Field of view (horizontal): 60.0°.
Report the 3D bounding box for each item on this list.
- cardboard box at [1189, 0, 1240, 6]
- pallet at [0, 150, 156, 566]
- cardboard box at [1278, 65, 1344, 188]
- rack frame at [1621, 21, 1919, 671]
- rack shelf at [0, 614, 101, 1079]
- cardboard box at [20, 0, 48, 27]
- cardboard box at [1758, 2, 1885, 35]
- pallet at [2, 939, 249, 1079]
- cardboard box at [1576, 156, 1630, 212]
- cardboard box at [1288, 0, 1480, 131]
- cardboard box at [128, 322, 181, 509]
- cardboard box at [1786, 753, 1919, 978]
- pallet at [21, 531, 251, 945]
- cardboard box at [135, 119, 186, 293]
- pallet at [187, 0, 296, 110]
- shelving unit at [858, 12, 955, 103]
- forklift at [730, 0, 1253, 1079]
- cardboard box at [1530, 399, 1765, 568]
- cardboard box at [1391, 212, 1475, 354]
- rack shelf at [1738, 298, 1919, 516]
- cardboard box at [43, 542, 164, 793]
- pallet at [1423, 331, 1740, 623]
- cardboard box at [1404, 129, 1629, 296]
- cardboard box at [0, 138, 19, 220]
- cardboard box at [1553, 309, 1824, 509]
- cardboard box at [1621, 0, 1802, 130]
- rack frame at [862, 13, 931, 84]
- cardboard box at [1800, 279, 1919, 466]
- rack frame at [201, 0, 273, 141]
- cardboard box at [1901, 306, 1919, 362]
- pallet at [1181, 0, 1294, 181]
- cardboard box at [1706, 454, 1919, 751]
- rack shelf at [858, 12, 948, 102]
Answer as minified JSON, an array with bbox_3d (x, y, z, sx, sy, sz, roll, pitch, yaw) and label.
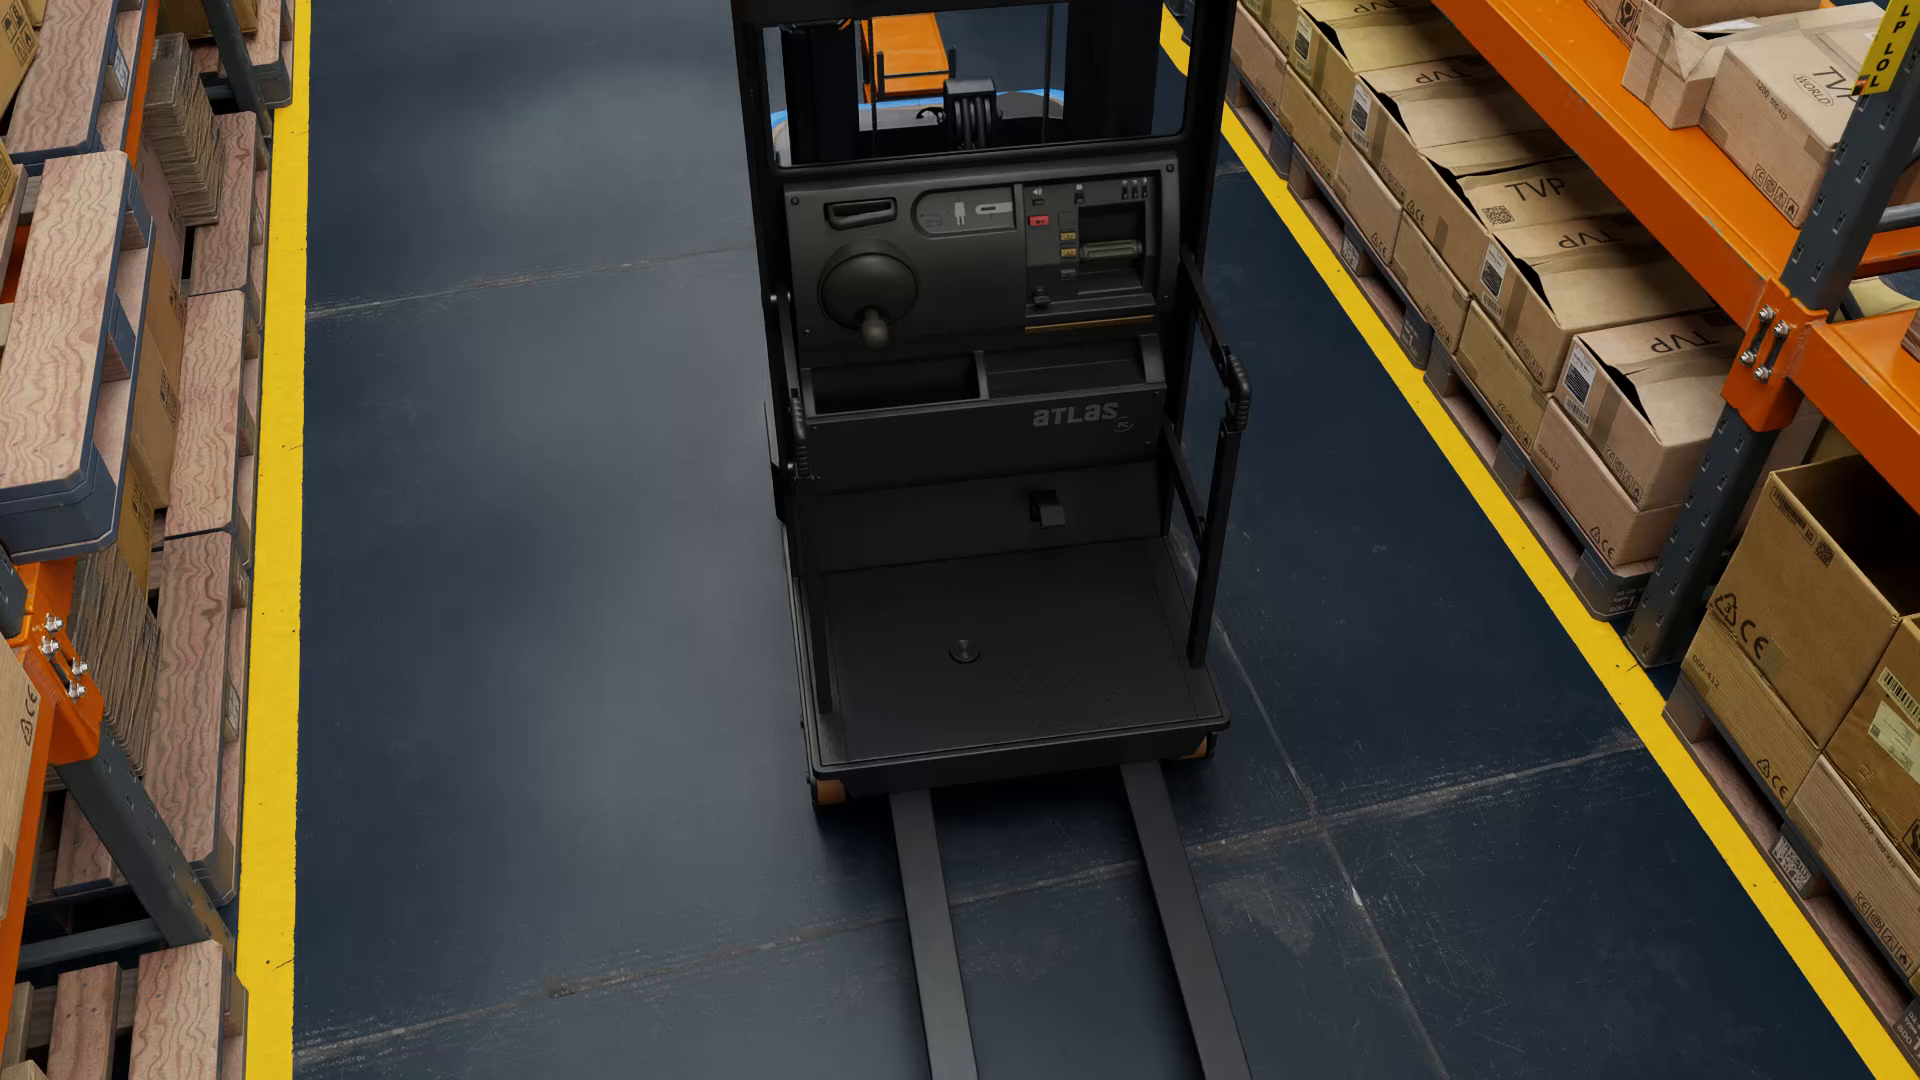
[{"bbox_3d":[1.298,-2.331,7.065,0.500,0.250,0.500,-11,47,-10],"label":"cardboard box"},{"bbox_3d":[-2.371,-0.379,3.655,1.003,0.211,1.213,-11,47,-10],"label":"pallet"},{"bbox_3d":[1.566,-1.626,6.374,0.500,0.250,0.500,-12,47,-11],"label":"cardboard box"},{"bbox_3d":[2.471,-0.800,3.933,1.000,3.000,0.127,-11,47,-10],"label":"rack frame"},{"bbox_3d":[-1.804,1.741,1.947,1.077,0.370,4.000,-11,47,-10],"label":"rack shelf"},{"bbox_3d":[-2.870,-1.663,4.402,0.700,0.500,0.500,-11,47,-10],"label":"cardboard box"},{"bbox_3d":[2.442,-1.361,4.659,0.380,0.149,0.250,-11,47,-10],"label":"cardboard box"},{"bbox_3d":[-2.110,1.542,3.591,1.003,0.211,1.213,-11,47,-10],"label":"pallet"},{"bbox_3d":[2.350,-1.215,5.579,0.500,0.311,0.500,-12,47,-12],"label":"cardboard box"},{"bbox_3d":[1.569,-1.813,6.165,0.500,0.311,0.500,-12,47,-11],"label":"cardboard box"},{"bbox_3d":[-2.793,-0.383,4.967,0.700,0.500,0.500,-10,46,-10],"label":"cardboard box"},{"bbox_3d":[2.420,0.737,4.058,0.500,0.250,0.500,-11,47,-10],"label":"cardboard box"},{"bbox_3d":[-2.517,0.547,4.566,1.003,0.211,1.213,-11,47,-10],"label":"pallet"},{"bbox_3d":[-3.086,-1.068,5.638,0.700,0.500,0.500,-11,47,-10],"label":"cardboard box"},{"bbox_3d":[-3.469,-2.235,7.293,1.003,0.211,1.213,-11,47,-10],"label":"pallet"},{"bbox_3d":[-0.171,-1.236,5.621,0.258,1.200,0.503,-6,46,-6],"label":"shelving unit"},{"bbox_3d":[0.095,-0.585,3.771,1.130,2.935,3.031,-6,46,-6],"label":"forklift"},{"bbox_3d":[2.085,-0.218,4.994,0.500,0.250,0.500,-11,47,-11],"label":"cardboard box"},{"bbox_3d":[1.826,-0.920,5.683,0.500,0.250,0.500,-10,46,-9],"label":"cardboard box"},{"bbox_3d":[2.983,0.833,2.837,1.077,0.370,4.000,-11,47,-10],"label":"rack shelf"},{"bbox_3d":[-2.521,0.324,4.274,0.700,0.500,0.500,-9,46,-9],"label":"cardboard box"},{"bbox_3d":[2.245,-0.325,5.421,1.003,0.211,1.213,-11,47,-10],"label":"pallet"},{"bbox_3d":[1.826,-1.111,5.477,0.500,0.311,0.500,-11,47,-10],"label":"cardboard box"},{"bbox_3d":[-2.550,-0.825,3.580,0.700,0.500,0.500,-6,46,-6],"label":"cardboard box"},{"bbox_3d":[2.091,-0.408,4.788,0.500,0.311,0.500,-11,47,-10],"label":"cardboard box"},{"bbox_3d":[2.069,-1.326,4.543,0.396,0.266,0.258,-12,47,-11],"label":"cardboard box"},{"bbox_3d":[-0.208,-1.408,5.790,0.240,1.200,0.015,-6,46,-6],"label":"rack frame"},{"bbox_3d":[2.606,-0.511,4.890,0.500,0.311,0.500,-11,47,-10],"label":"cardboard box"},{"bbox_3d":[-3.340,-2.653,5.750,1.000,3.000,0.127,-11,47,-10],"label":"rack frame"},{"bbox_3d":[2.591,-0.529,3.599,0.700,0.500,0.500,-12,47,-11],"label":"cardboard box"},{"bbox_3d":[1.620,-2.010,7.072,1.003,0.211,1.213,-11,47,-10],"label":"pallet"},{"bbox_3d":[2.287,0.131,4.128,0.500,0.500,0.500,-11,47,-10],"label":"cardboard box"},{"bbox_3d":[-0.171,-1.511,5.341,0.258,0.148,0.480,-6,46,-6],"label":"rack shelf"}]
